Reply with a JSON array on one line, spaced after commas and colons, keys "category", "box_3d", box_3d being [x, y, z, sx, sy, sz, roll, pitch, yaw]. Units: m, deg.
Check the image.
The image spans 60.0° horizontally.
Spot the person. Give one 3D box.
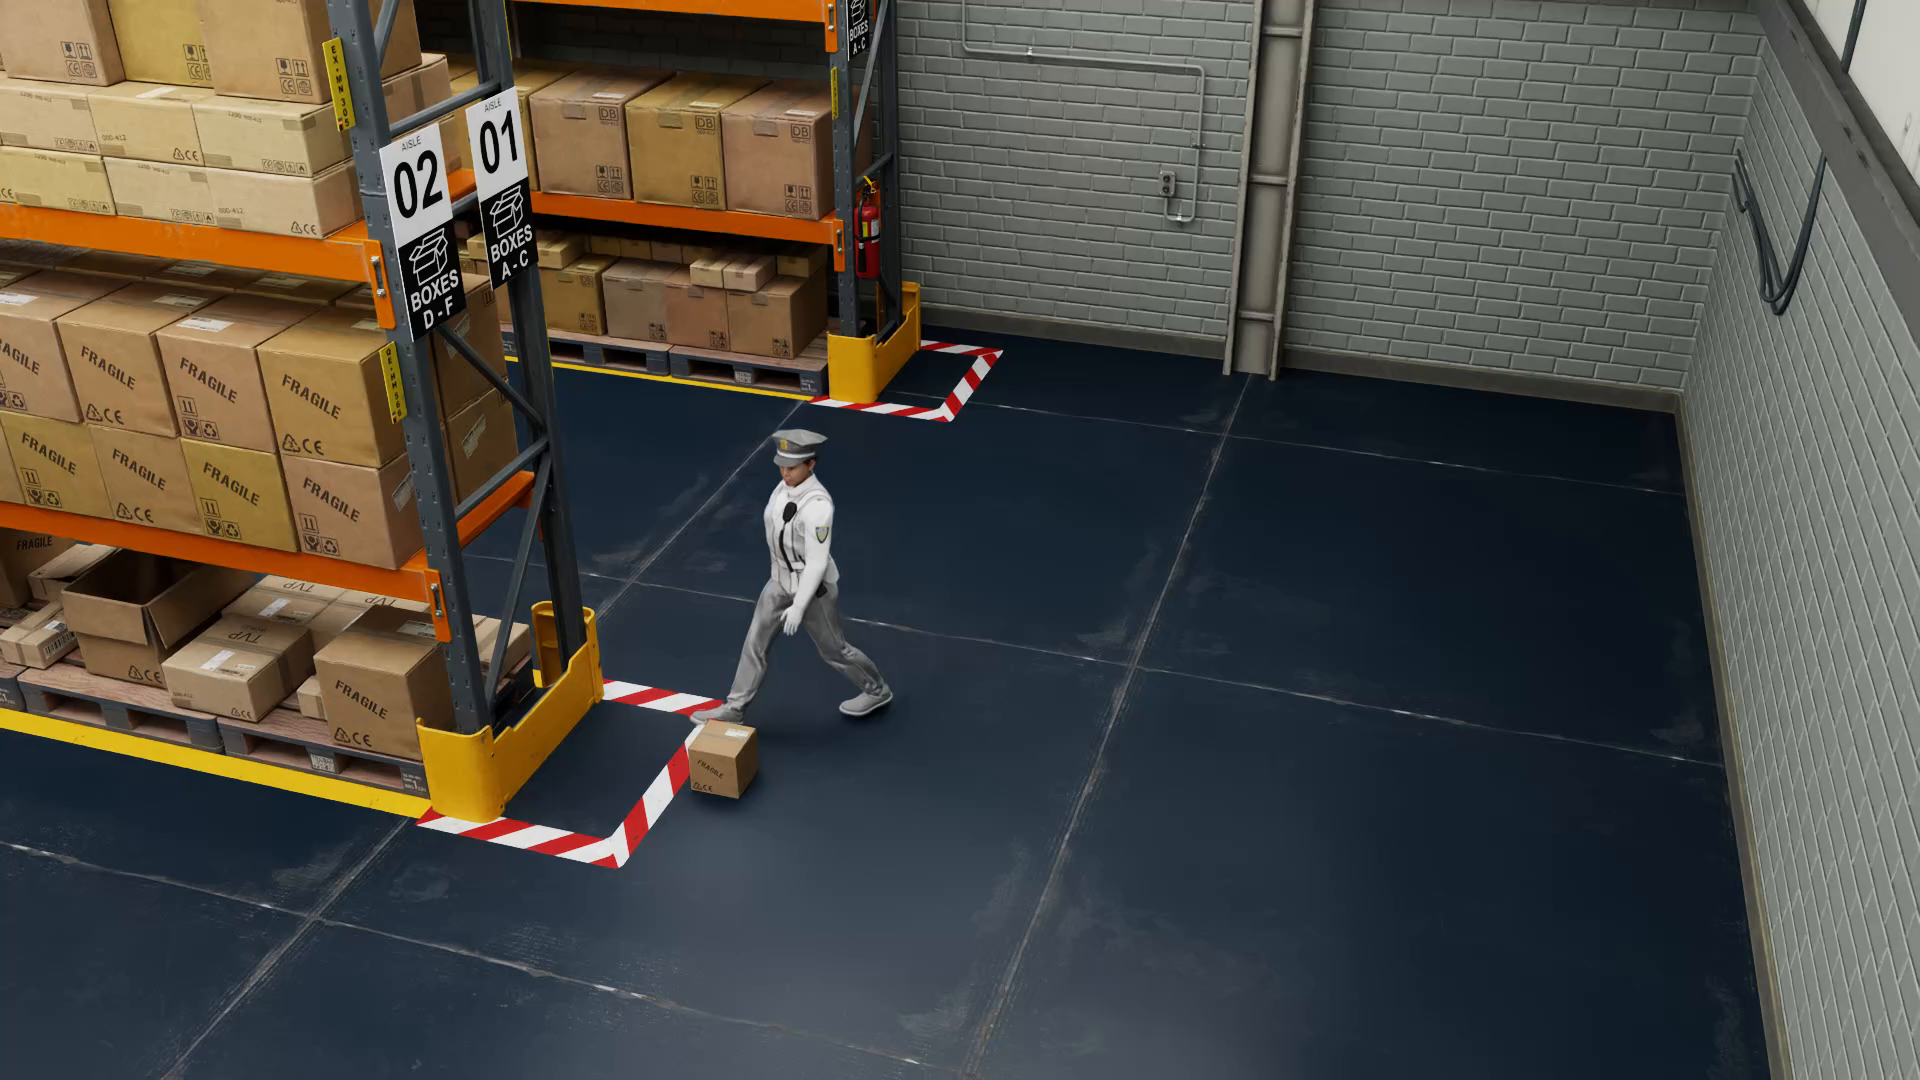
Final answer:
[{"category": "person", "box_3d": [-0.844, 0.226, 8.096, 1.012, 1.605, 0.515, -17, 34, -27]}]
